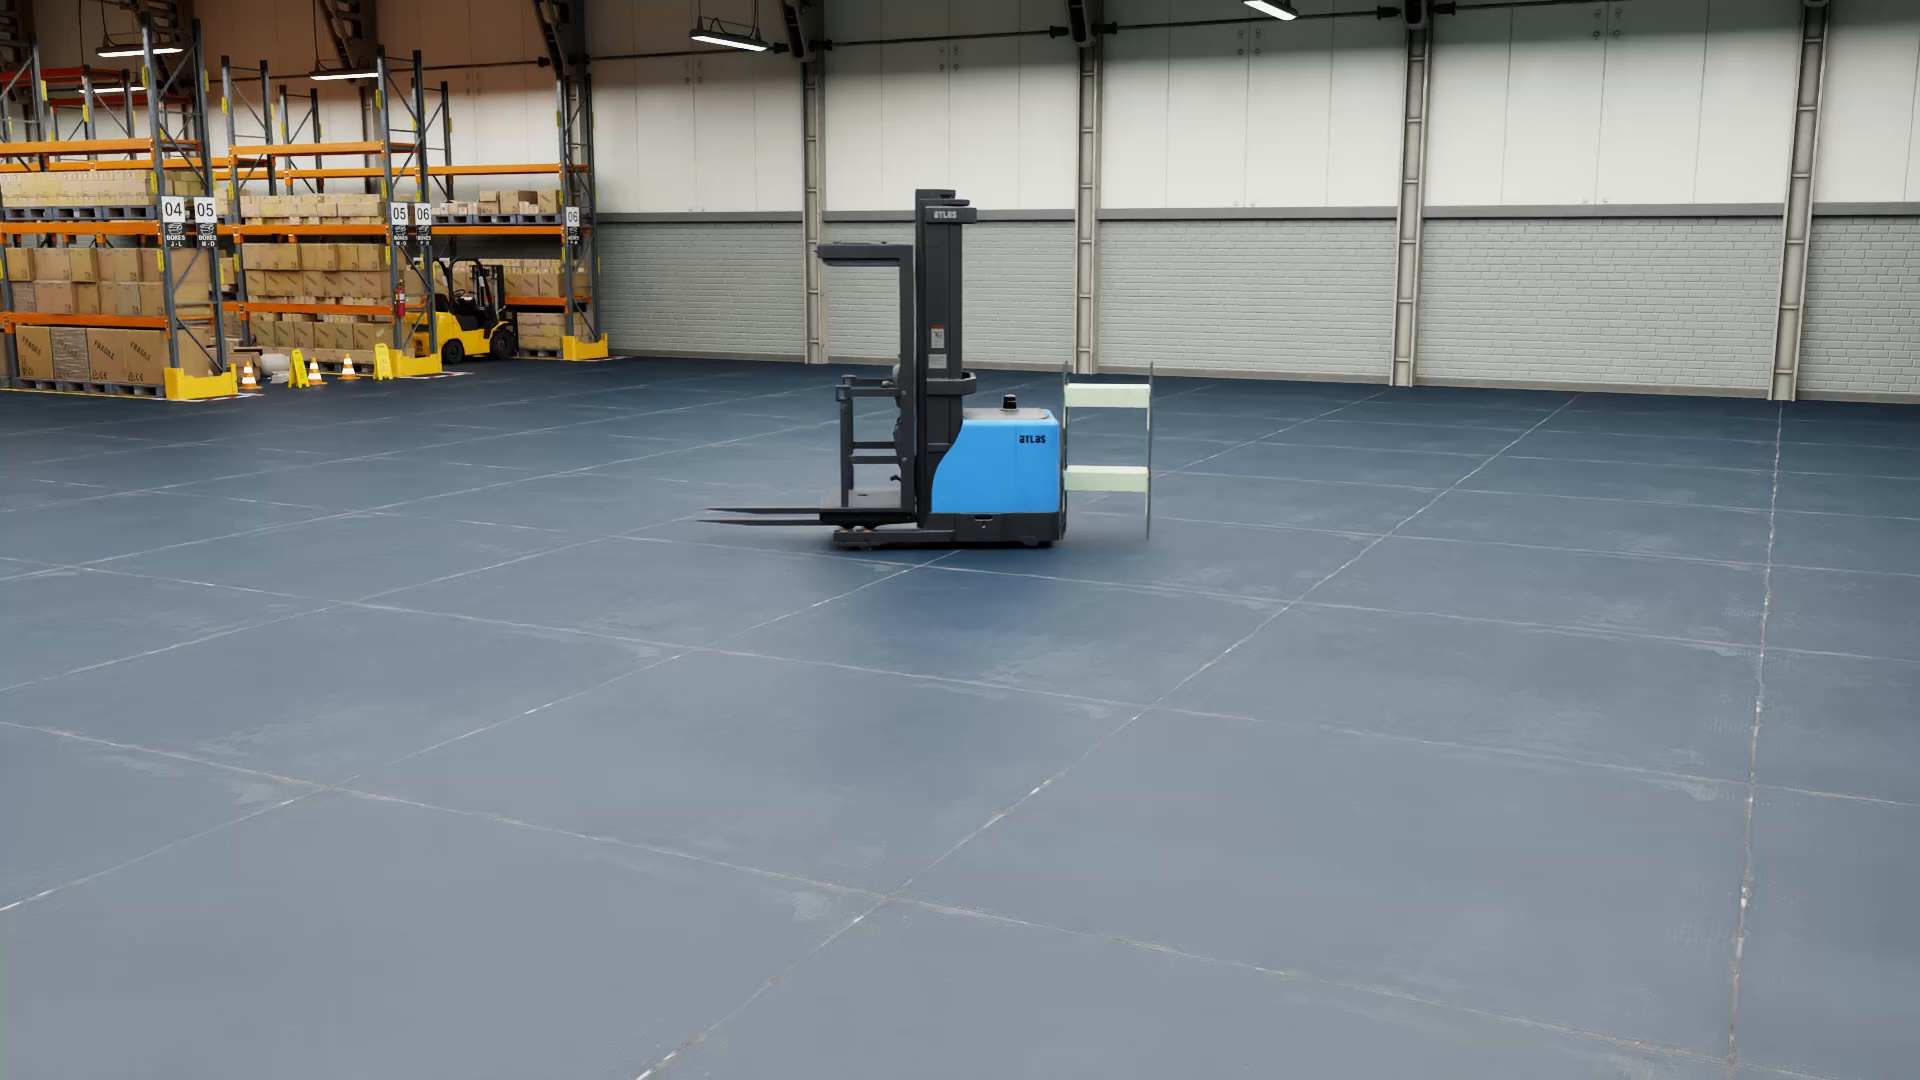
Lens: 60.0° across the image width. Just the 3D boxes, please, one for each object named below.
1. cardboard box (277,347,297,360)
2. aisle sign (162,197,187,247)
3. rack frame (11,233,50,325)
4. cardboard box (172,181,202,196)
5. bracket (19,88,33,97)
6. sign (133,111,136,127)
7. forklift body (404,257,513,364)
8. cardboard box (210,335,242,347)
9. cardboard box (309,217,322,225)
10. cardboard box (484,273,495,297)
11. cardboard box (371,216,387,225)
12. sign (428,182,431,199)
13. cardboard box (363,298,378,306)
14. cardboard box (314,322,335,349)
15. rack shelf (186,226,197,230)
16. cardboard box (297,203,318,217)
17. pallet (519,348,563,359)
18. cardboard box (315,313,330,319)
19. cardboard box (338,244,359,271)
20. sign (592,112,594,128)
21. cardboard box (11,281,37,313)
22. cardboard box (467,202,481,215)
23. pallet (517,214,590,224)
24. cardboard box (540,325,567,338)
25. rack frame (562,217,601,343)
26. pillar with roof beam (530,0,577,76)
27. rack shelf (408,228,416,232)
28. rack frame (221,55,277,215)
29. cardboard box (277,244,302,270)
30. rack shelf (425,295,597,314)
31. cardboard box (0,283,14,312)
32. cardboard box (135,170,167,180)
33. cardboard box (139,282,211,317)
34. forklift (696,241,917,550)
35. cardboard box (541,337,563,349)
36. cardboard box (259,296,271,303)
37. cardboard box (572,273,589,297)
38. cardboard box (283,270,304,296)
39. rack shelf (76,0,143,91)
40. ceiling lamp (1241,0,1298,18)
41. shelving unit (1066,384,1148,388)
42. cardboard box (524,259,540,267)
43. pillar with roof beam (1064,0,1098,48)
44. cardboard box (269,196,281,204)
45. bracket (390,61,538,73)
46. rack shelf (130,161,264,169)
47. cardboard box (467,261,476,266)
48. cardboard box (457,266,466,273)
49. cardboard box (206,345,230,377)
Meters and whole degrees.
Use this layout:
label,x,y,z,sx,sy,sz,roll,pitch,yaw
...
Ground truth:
label,x,y,z,sx,sy,sz,roll,pitch,yaw
cardboard box,-13.010,-3.665,32.600,0.500,0.250,0.500,6,12,29
aisle sign,-12.485,-5.053,26.430,0.004,0.787,0.394,5,11,26
rack frame,-16.005,-4.142,28.695,0.053,2.616,0.949,5,11,26
cardboard box,-12.735,-5.711,27.067,0.500,0.250,0.500,5,11,26
bracket,-24.276,-11.670,43.338,0.430,0.232,0.235,5,11,26
sign,-17.259,-8.795,34.711,0.005,0.325,0.100,5,11,26
forklift body,-10.631,-4.860,35.042,1.214,2.155,2.313,5,11,26
cardboard box,-15.021,-3.952,33.843,0.625,0.372,0.950,6,12,29
cardboard box,-12.157,-6.076,31.662,0.250,0.149,0.380,5,11,25
cardboard box,-10.058,-5.586,36.390,0.500,0.500,0.500,5,11,26
cardboard box,-10.760,-5.962,31.033,0.250,0.149,0.380,5,11,26
sign,-10.077,-6.619,31.503,0.005,0.325,0.100,5,11,26
cardboard box,-11.023,-4.500,31.378,0.250,0.149,0.380,5,11,25
cardboard box,-12.069,-3.952,32.078,0.500,0.500,0.500,5,11,24
rack shelf,-14.210,-5.178,27.612,3.687,0.071,0.831,5,11,26
cardboard box,-12.266,-6.291,31.733,0.500,0.250,0.500,5,11,26
pallet,-8.828,-4.101,36.295,1.213,0.211,1.003,5,11,26
cardboard box,-14.745,-5.036,39.124,0.625,0.625,0.875,5,12,28
cardboard box,-11.322,-5.360,31.501,0.500,0.500,0.700,5,11,26
sign,-7.872,-8.997,35.606,0.005,0.325,0.100,5,11,26
cardboard box,-15.667,-4.190,28.535,0.550,0.550,0.875,5,11,26
cardboard box,-10.514,-7.235,36.277,0.258,0.266,0.396,5,11,24
pallet,-8.746,-6.912,35.822,1.213,0.211,1.003,5,11,26
cardboard box,-8.698,-4.507,35.850,0.500,0.250,0.500,5,11,25
rack frame,-8.124,-5.419,35.751,0.127,3.000,1.000,5,11,26
pillar with roof beam,-10.339,-10.811,31.812,0.548,2.987,8.718,5,11,26
rack shelf,-12.110,-5.976,32.024,3.687,0.071,0.831,5,11,26
rack frame,-13.904,-7.893,32.576,0.127,3.000,1.000,5,11,26
cardboard box,-12.718,-5.472,32.119,0.500,0.500,0.700,5,11,25
rack shelf,-9.917,-5.223,36.686,4.000,0.370,1.077,5,11,26
cardboard box,-16.590,-4.190,28.681,0.500,0.500,0.500,5,11,25
cardboard box,-12.868,-5.801,26.442,0.250,0.149,0.380,5,11,26
cardboard box,-12.769,-3.923,27.065,0.550,0.550,0.875,5,11,26
forklift,-1.125,-1.353,14.035,2.170,2.733,1.118,0,10,-1
cardboard box,-8.685,-4.259,35.884,0.500,0.250,0.500,5,11,26
cardboard box,-13.514,-4.730,32.648,0.250,0.149,0.380,5,12,27
cardboard box,-8.445,-5.552,36.203,0.500,0.500,0.500,5,12,28
cardboard box,-12.727,-4.980,32.209,0.500,0.500,0.500,5,11,25
rack shelf,-19.827,-10.037,33.843,4.267,5.256,8.655,5,11,26
ceiling lamp,4.818,-9.363,24.187,0.800,3.144,2.000,5,11,26
shelving unit,1.260,-1.286,14.184,0.686,0.052,0.368,1,10,7
cardboard box,-9.210,-5.991,35.972,0.250,0.149,0.380,5,11,26
pillar with roof beam,0.423,-9.865,26.587,0.548,2.987,8.718,5,11,26
cardboard box,-13.063,-6.546,32.021,0.250,0.149,0.380,5,11,25
bracket,-11.189,-10.520,36.984,4.783,0.066,0.076,5,11,26
rack shelf,-15.697,-7.571,33.534,3.687,0.071,0.831,5,11,26
cardboard box,-10.619,-6.099,36.569,0.250,0.149,0.380,5,11,25
cardboard box,-10.874,-5.968,36.682,0.250,0.149,0.380,5,12,27
cardboard box,-13.854,-3.271,30.510,0.503,0.637,0.797,5,11,26
